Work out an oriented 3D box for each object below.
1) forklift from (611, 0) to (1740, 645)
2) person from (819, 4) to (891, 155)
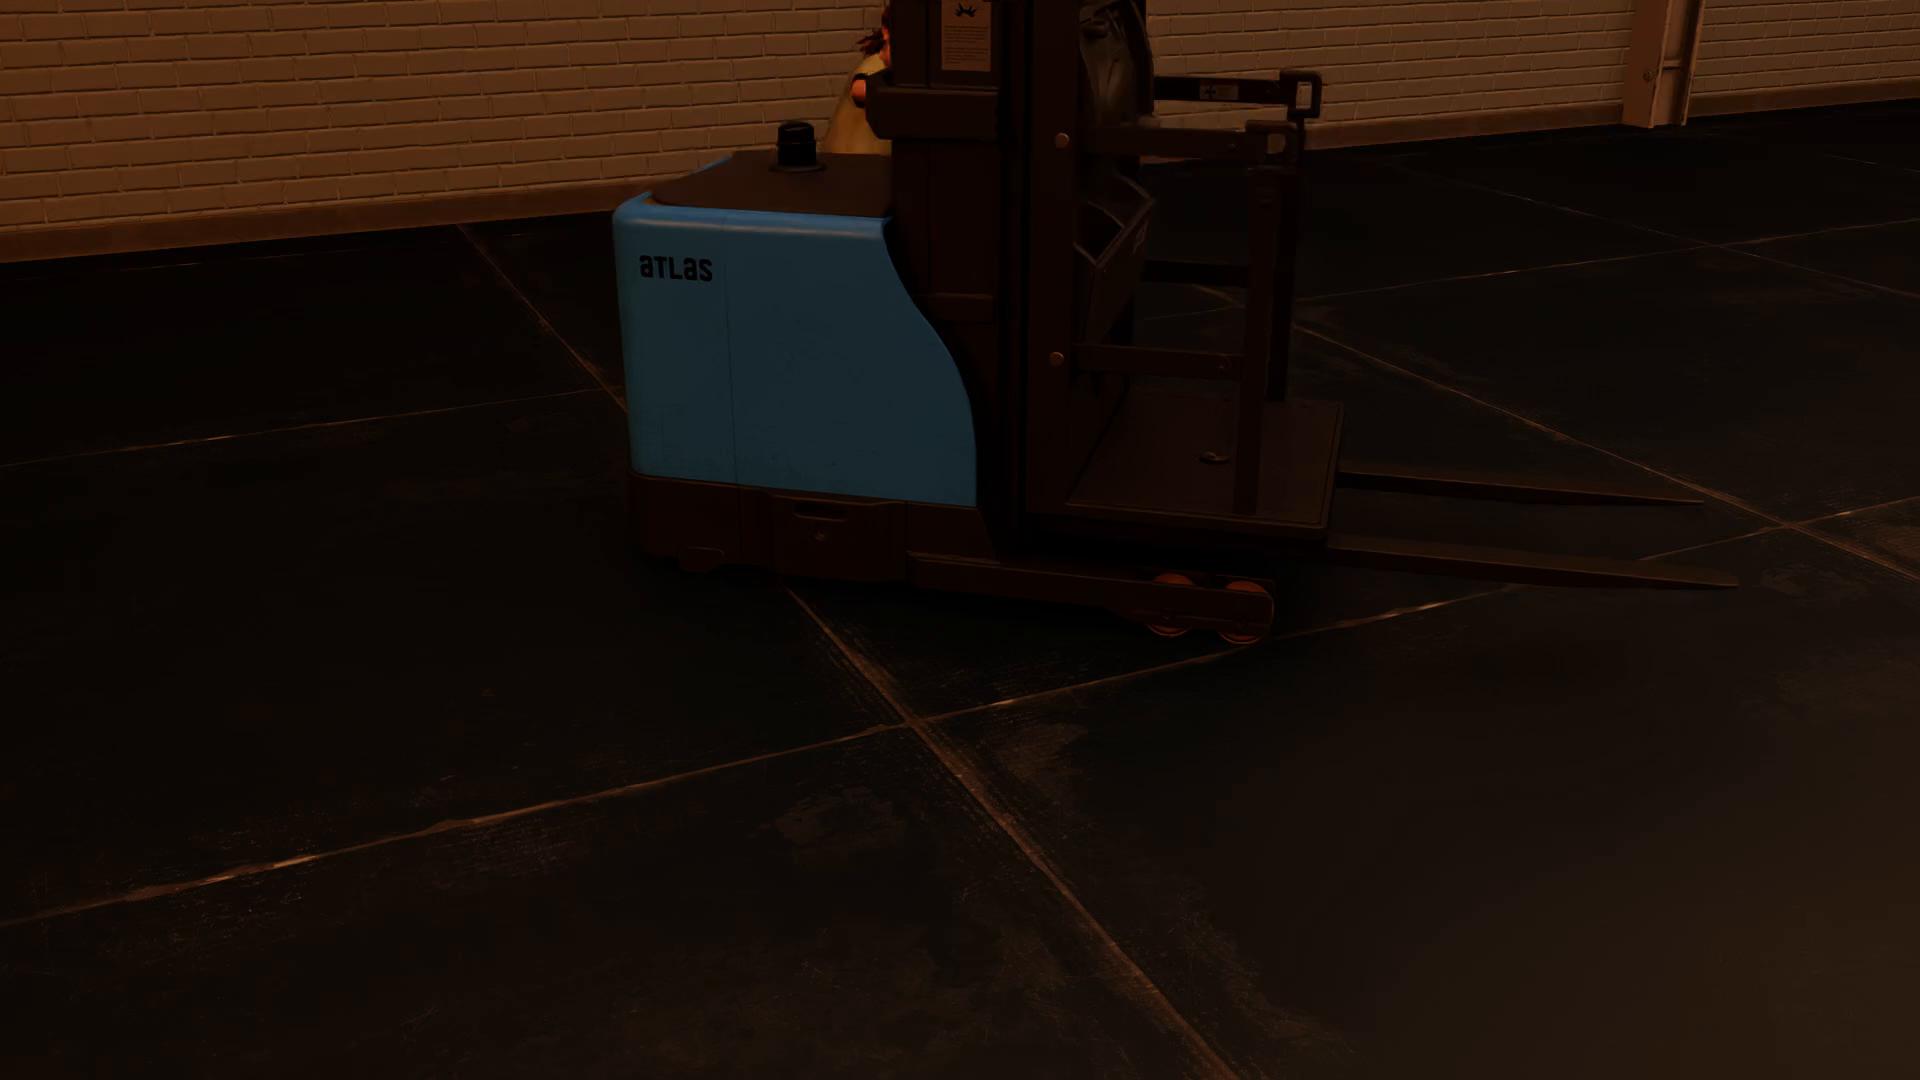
[{"bbox_3d":[0.609,-1.300,4.416,3.031,2.935,1.130,6,23,13],"label":"forklift"},{"bbox_3d":[-0.166,-1.470,6.830,1.063,1.434,0.763,-12,25,-26],"label":"person"}]
